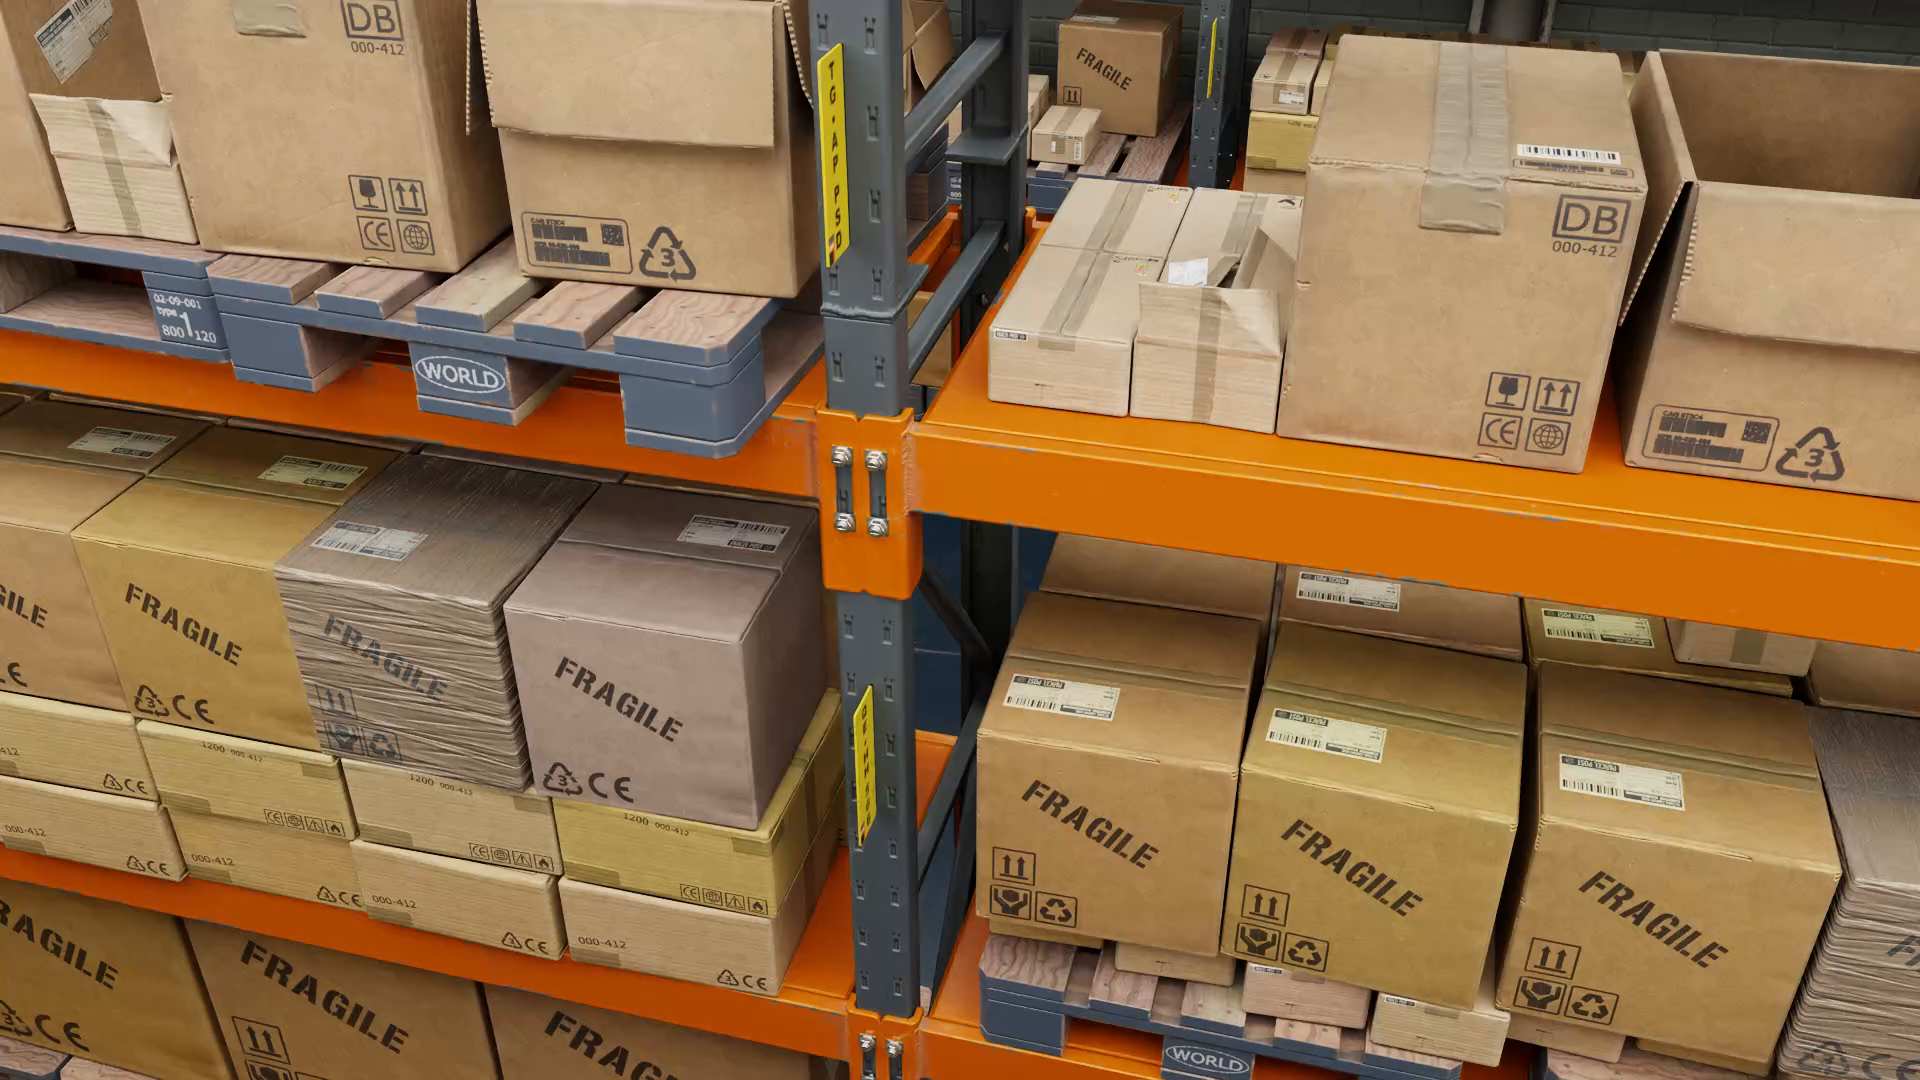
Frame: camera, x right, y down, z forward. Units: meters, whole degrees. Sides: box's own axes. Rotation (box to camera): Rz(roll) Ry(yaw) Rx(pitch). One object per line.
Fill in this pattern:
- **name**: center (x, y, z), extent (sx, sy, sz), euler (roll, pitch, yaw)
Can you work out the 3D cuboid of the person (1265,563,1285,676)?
- **person**: center (1.169, 0.243, 5.760), extent (0.583, 1.760, 0.491), euler (7, 33, 12)
